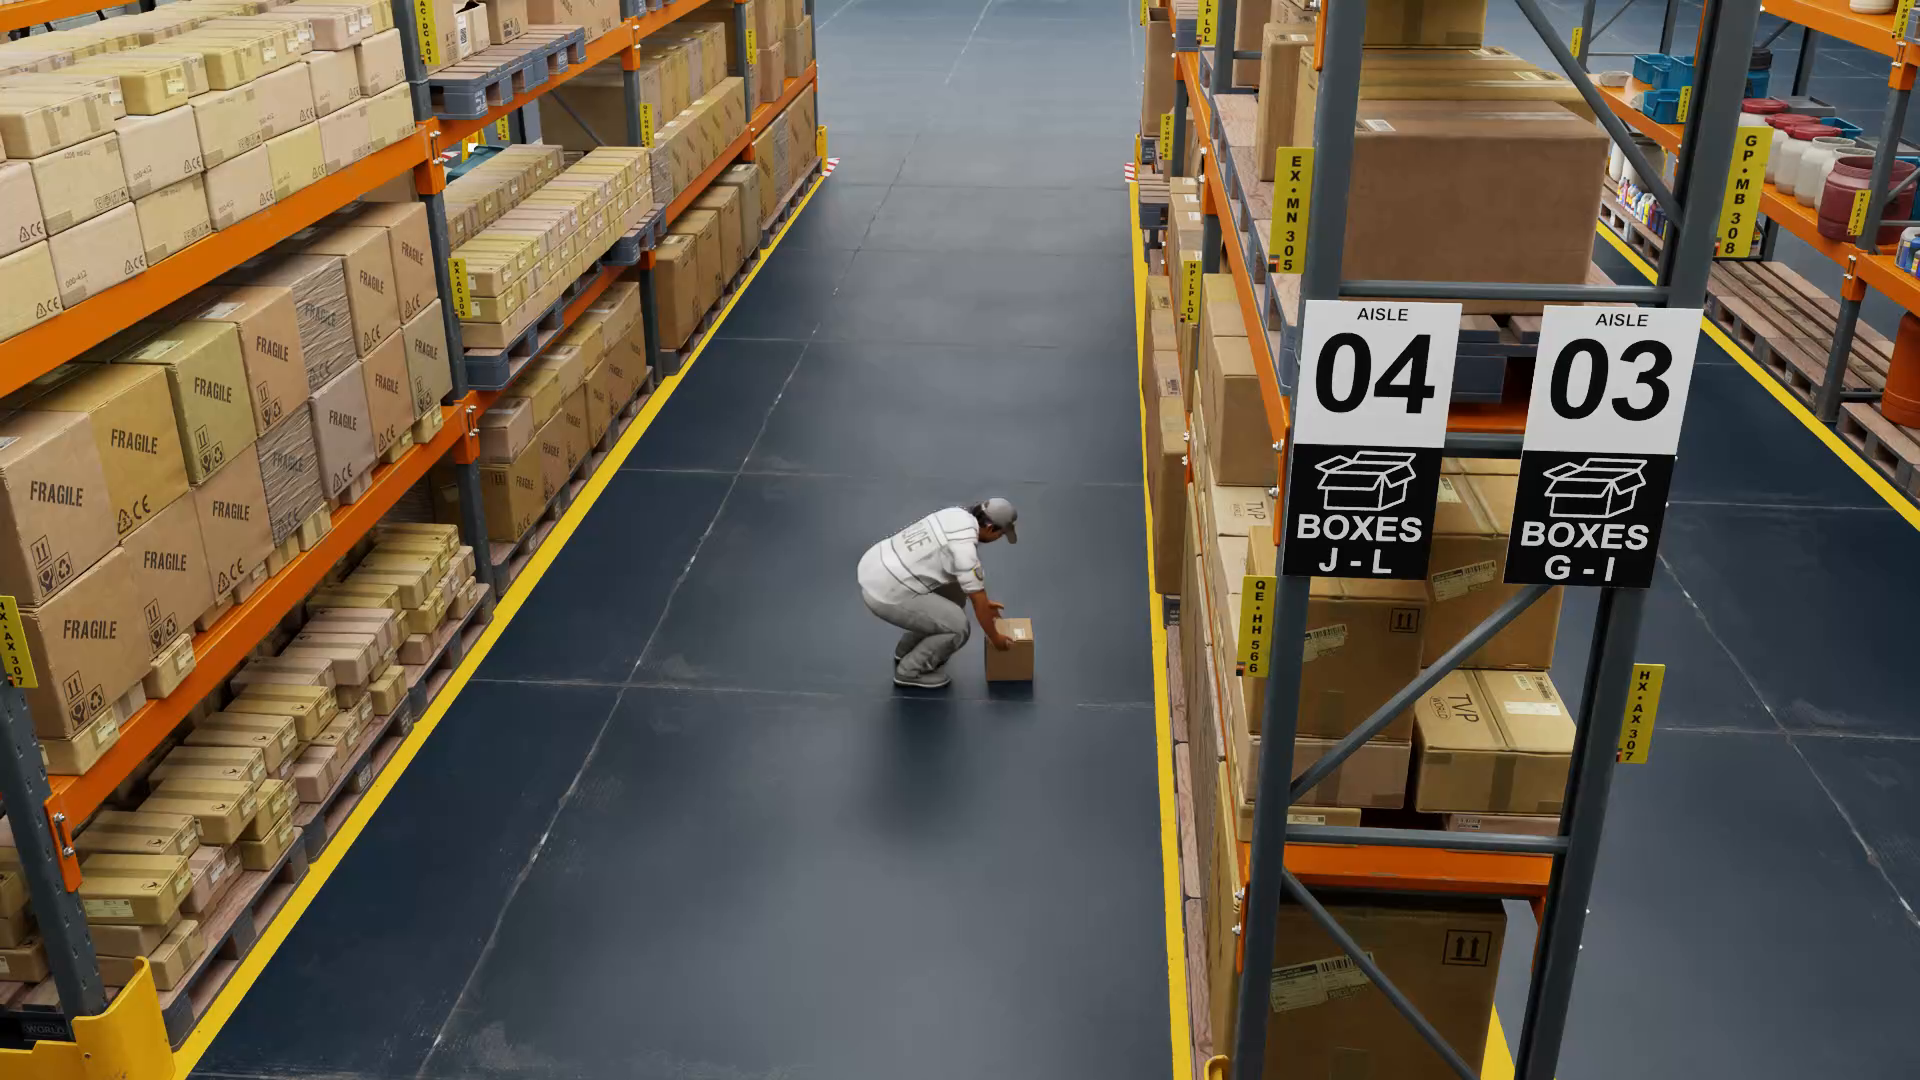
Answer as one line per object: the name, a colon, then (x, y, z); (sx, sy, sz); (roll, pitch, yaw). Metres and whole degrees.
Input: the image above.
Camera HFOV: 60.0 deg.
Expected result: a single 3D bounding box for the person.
person: (-0.108, 0.256, 8.860); (0.828, 0.992, 0.526); (-1, 25, -2)
